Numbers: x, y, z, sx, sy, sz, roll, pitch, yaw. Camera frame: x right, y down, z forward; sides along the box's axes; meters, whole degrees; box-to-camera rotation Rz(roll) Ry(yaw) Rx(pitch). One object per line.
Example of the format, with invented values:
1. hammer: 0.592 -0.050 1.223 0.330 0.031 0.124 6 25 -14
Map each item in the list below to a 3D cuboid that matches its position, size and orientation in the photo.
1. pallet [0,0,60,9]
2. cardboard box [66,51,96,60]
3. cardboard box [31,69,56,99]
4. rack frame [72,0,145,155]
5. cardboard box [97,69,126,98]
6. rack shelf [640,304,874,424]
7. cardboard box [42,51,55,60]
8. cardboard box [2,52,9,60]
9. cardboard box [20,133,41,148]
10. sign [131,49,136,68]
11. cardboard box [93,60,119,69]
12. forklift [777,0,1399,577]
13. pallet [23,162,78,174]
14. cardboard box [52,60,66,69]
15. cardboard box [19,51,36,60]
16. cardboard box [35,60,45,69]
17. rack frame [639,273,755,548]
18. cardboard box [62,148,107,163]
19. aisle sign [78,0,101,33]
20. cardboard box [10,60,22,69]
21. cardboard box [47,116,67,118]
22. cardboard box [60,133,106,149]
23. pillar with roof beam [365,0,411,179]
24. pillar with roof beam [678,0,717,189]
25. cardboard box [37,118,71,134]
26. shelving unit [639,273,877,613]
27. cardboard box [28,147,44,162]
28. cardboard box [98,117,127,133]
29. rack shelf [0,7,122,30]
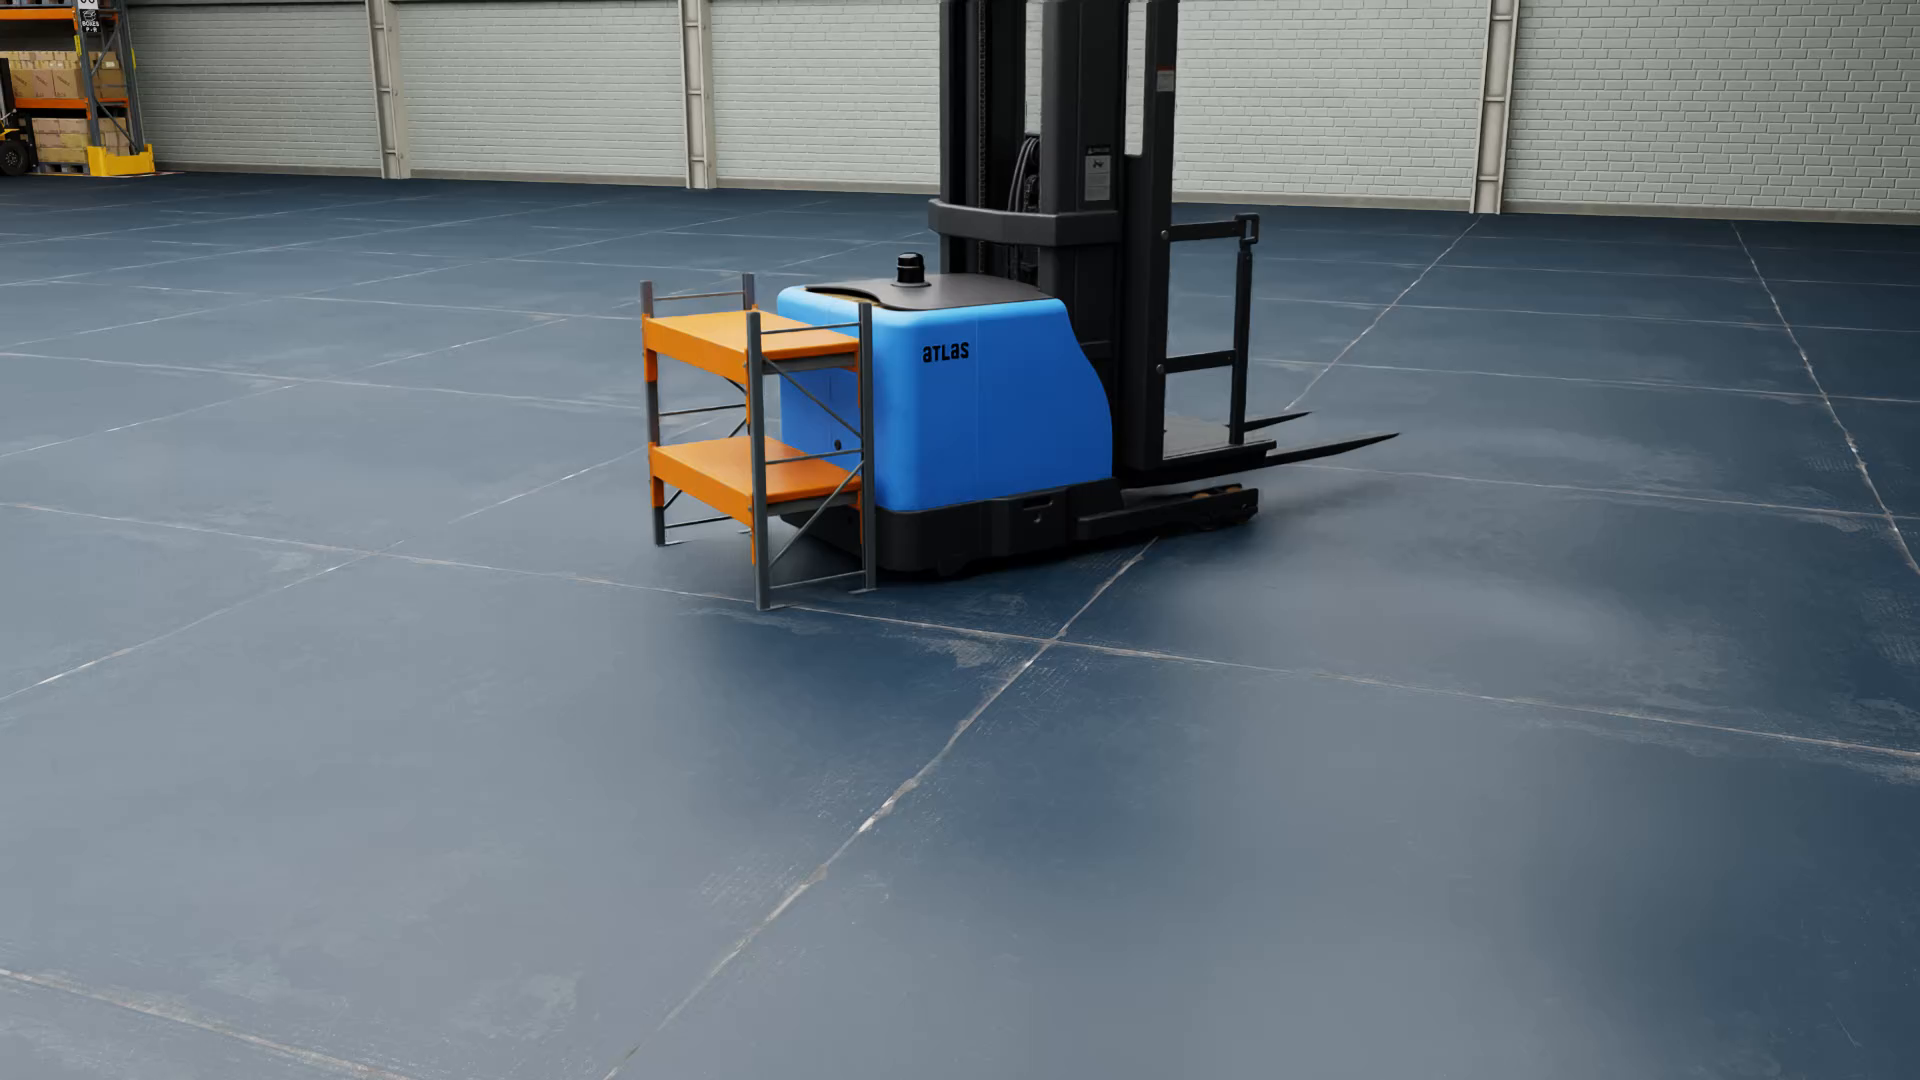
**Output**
1. pallet: -16.749 -9.582 29.579 1.213 0.211 1.003 6 17 21
2. cardboard box: -15.372 -8.465 29.076 0.250 0.149 0.380 6 17 21
3. cardboard box: -15.995 -8.067 29.400 0.500 0.500 0.500 7 18 22
4. rack frame: -14.962 -7.981 29.284 0.127 3.000 1.000 6 17 21
5. cardboard box: -15.321 -8.152 29.693 0.500 0.500 0.500 7 18 22
6. rack shelf: -0.817 -0.710 6.551 0.538 0.278 1.000 -10 19 -31
7. cardboard box: -15.866 -8.502 29.204 0.250 0.149 0.380 7 17 22
8. cardboard box: -16.801 -8.621 29.612 0.250 0.149 0.380 7 17 21
9. cardboard box: -16.480 -7.172 29.781 0.500 0.250 0.500 6 17 19
10. sign: -14.752 -8.578 29.646 0.005 0.325 0.100 6 17 21
11. cardboard box: -15.182 -8.442 29.531 0.250 0.149 0.380 6 17 19
12. forklift: 0.725 -1.559 7.288 3.031 2.935 1.130 -11 19 -33
13. pallet: -16.819 -6.834 30.336 1.213 0.211 1.003 6 17 21
14. cardboard box: -15.636 -8.322 29.115 0.250 0.149 0.380 7 17 22
15. cardboard box: -16.354 -8.545 29.350 0.250 0.149 0.380 7 18 22
16. cardboard box: -16.081 -8.392 29.359 0.250 0.149 0.380 6 17 20
17. rack frame: -1.087 -0.549 7.046 0.500 1.125 0.032 -10 19 -31
18. cardboard box: -15.515 -6.828 29.492 0.500 0.250 0.500 6 17 21
19. aisle sign: -15.008 -9.146 28.636 0.004 0.787 0.394 6 17 21
20. cardboard box: -16.589 -8.428 29.482 0.250 0.149 0.380 6 17 21
21. cardboard box: -16.267 -7.545 30.167 0.500 0.250 0.500 6 17 20
22. cardboard box: -15.529 -7.071 29.432 0.500 0.250 0.500 6 17 20
23. pillar with roof beam: -11.277 -9.437 23.538 0.400 9.000 9.100 6 17 21
24. pillar with roof beam: -5.695 -8.823 21.424 0.400 9.000 9.100 6 17 21
25. cardboard box: -15.982 -7.359 29.528 0.500 0.250 0.500 7 17 22
26. shelving unit: -0.816 -0.429 6.633 0.538 1.125 1.048 -10 19 -31
27. cardboard box: -16.436 -6.935 29.860 0.500 0.250 0.500 6 17 21
28. cardboard box: -15.339 -7.440 29.808 0.500 0.250 0.500 6 17 20
29. rack shelf: -16.822 -9.280 29.671 4.000 0.370 1.077 6 17 21
